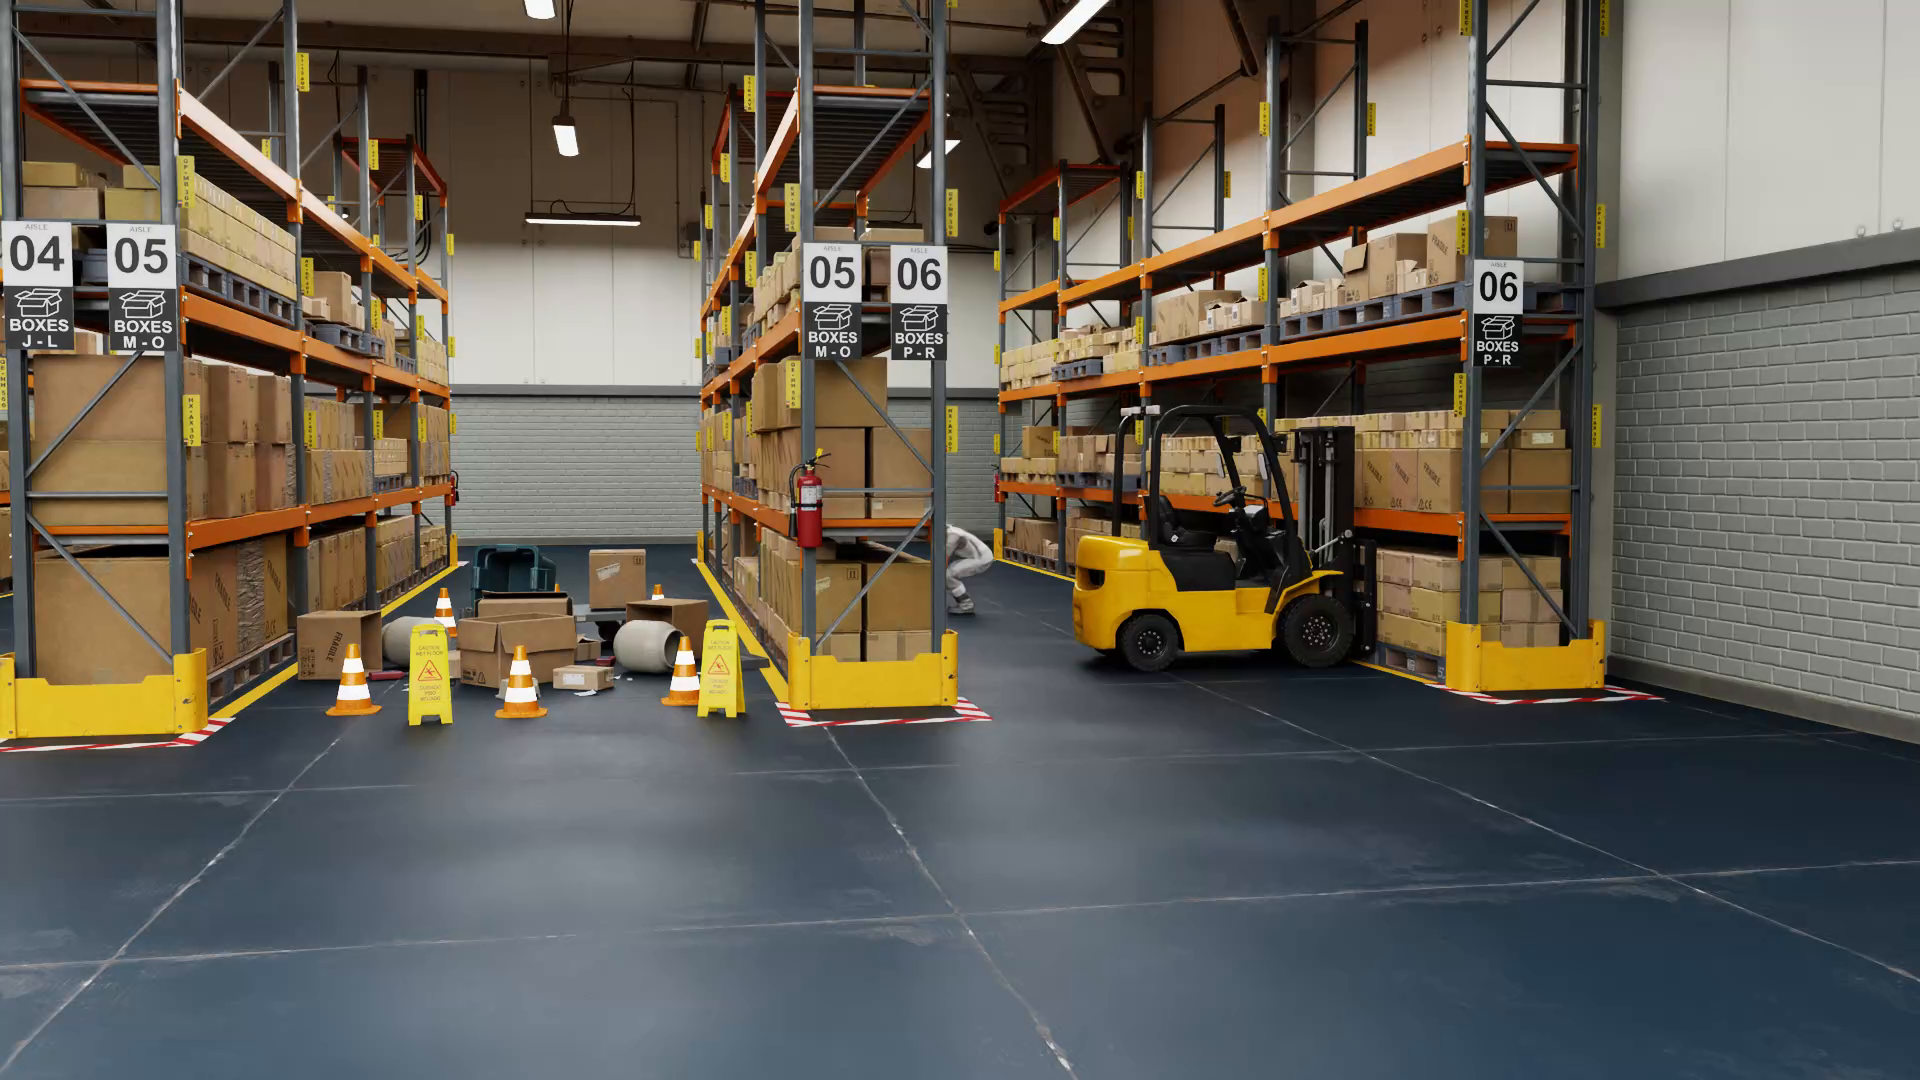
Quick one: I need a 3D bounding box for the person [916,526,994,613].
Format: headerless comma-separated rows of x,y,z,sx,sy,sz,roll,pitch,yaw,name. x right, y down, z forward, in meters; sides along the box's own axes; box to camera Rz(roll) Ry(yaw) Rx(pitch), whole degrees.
-0.058,0.282,18.396,0.870,1.065,0.577,-1,3,-12,person
